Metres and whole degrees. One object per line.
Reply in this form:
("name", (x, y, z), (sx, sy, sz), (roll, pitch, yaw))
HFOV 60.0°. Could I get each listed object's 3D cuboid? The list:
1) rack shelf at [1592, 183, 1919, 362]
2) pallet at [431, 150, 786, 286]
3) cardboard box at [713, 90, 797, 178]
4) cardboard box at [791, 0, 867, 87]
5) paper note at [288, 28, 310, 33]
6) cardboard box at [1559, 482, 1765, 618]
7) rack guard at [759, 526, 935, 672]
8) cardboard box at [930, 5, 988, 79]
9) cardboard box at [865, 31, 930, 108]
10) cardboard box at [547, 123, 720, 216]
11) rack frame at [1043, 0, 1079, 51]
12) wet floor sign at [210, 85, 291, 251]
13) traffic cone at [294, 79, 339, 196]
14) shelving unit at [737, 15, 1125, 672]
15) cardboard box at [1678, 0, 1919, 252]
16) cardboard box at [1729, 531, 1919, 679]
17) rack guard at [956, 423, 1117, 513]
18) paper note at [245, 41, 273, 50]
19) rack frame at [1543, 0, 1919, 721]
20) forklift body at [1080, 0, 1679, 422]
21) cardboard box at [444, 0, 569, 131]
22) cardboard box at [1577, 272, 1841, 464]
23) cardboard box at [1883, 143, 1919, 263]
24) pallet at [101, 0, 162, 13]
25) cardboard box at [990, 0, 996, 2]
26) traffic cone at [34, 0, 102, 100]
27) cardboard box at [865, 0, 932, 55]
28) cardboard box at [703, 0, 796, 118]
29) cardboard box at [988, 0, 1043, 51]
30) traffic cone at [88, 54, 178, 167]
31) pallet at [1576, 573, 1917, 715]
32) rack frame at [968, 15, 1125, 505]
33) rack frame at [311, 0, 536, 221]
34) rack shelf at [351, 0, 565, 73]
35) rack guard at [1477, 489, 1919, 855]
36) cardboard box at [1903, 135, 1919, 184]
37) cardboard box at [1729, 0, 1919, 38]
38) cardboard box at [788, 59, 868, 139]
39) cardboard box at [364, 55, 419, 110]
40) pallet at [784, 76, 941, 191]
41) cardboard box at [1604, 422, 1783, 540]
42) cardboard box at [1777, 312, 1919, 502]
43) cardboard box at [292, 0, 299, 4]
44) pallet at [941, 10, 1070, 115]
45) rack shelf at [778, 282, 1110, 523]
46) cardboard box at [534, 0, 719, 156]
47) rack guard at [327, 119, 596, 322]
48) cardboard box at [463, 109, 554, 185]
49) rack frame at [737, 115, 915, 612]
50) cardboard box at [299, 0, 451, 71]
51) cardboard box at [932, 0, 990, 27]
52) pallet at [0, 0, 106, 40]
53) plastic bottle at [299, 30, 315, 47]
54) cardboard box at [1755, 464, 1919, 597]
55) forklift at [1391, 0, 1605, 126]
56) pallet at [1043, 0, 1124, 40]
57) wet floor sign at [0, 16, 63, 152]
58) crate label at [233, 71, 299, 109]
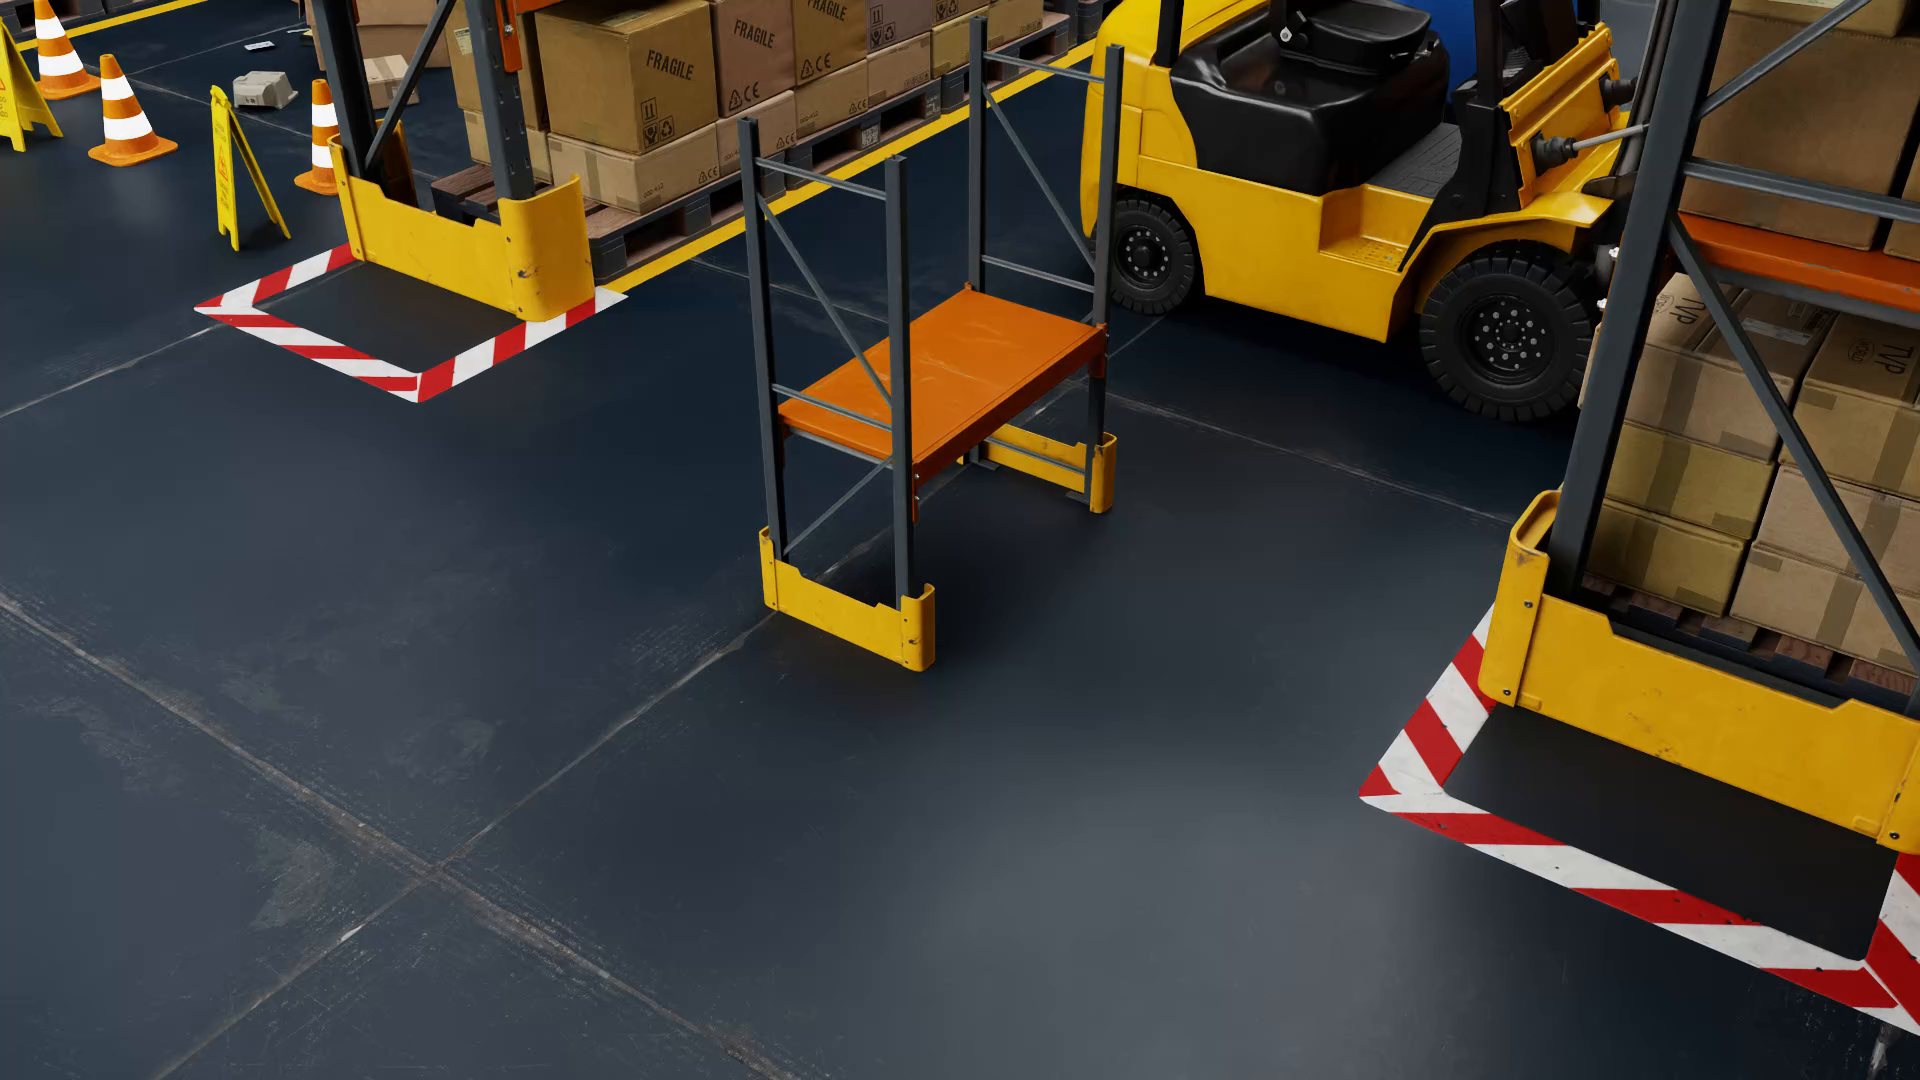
("rack shelf", (3.153, -1.349, 5.210), (1.077, 0.370, 4.000), (21, 39, 28))
("pallet", (-1.531, -1.553, 7.358), (1.003, 0.211, 1.213), (21, 39, 28))
("cardboard box", (-1.082, -1.861, 7.404), (0.500, 0.250, 0.500), (23, 40, 30))
("cardboard box", (-0.779, -2.421, 7.562), (0.500, 0.500, 0.500), (22, 40, 29))
("paper note", (-3.810, -2.937, 9.584), (0.123, 0.001, 0.032), (-15, 37, -21))
("cardboard box", (2.021, -0.079, 4.769), (0.500, 0.250, 0.500), (22, 40, 28))
("rack guard", (-0.327, 0.161, 4.789), (0.587, 0.250, 0.087), (21, 39, 28))
("cardboard box", (-0.198, -2.580, 8.468), (0.500, 0.250, 0.500), (20, 39, 27))
("cardboard box", (-0.491, -2.348, 8.124), (0.500, 0.250, 0.500), (22, 40, 29))
("cardboard box", (-1.380, -1.629, 7.060), (0.500, 0.250, 0.500), (21, 39, 28))
("rack frame", (0.214, -4.152, 8.711), (1.000, 3.000, 0.127), (21, 39, 28))
("wet floor sign", (-3.054, -1.590, 7.025), (0.232, 0.644, 0.267), (-22, 40, -29))
("traffic cone", (-2.881, -1.870, 7.602), (0.336, 0.463, 0.334), (21, 39, 28))
("shelving unit", (-0.043, -0.586, 4.778), (0.587, 1.500, 1.083), (21, 39, 28))
("cardboard box", (2.078, -1.079, 4.078), (0.500, 0.500, 0.500), (20, 39, 27))
("cardboard box", (2.454, 0.075, 4.542), (0.500, 0.250, 0.500), (21, 40, 28))
("rack guard", (0.240, -0.298, 5.467), (0.587, 0.250, 0.087), (21, 39, 28))
("paper note", (-3.926, -2.775, 9.327), (0.142, 0.017, 0.144), (-22, 40, -29))
("rack frame", (2.013, -0.727, 3.647), (1.000, 3.000, 0.127), (21, 39, 28))
("forklift body", (1.596, -1.831, 6.037), (2.313, 2.155, 1.214), (21, 39, 28))
("cardboard box", (-1.824, -2.108, 7.100), (0.500, 0.500, 0.500), (22, 40, 28))
("cardboard box", (2.019, -0.488, 4.480), (0.500, 0.250, 0.500), (23, 40, 30))
("cardboard box", (2.524, -0.908, 3.825), (0.500, 0.500, 0.500), (23, 40, 30))
("pallet", (-5.103, -3.642, 10.447), (1.003, 0.211, 1.213), (21, 39, 28))
("cardboard box", (0.097, -3.139, 8.624), (0.500, 0.500, 0.500), (21, 39, 28))
("traffic cone", (-4.722, -2.585, 8.660), (0.336, 0.463, 0.334), (21, 39, 28))
("cardboard box", (-0.481, -2.669, 7.930), (0.500, 0.500, 0.500), (24, 41, 31))
("cardboard box", (-1.072, -2.192, 7.224), (0.500, 0.500, 0.500), (20, 39, 27))
("cardboard box", (0.098, -2.829, 8.835), (0.500, 0.250, 0.500), (23, 40, 30))
("traffic cone", (-3.987, -2.068, 7.895), (0.336, 0.463, 0.334), (21, 39, 28))
("pallet", (2.415, 0.063, 4.969), (1.003, 0.211, 1.213), (21, 39, 28))
("rack frame", (0.241, -0.816, 5.118), (0.500, 1.500, 0.032), (21, 39, 28))
("rack frame", (-2.067, -2.311, 5.989), (1.000, 3.000, 0.127), (21, 39, 28))
("rack shelf", (-0.926, -2.933, 7.552), (1.077, 0.370, 4.000), (21, 39, 28))
("rack guard", (1.999, 0.320, 4.331), (1.175, 0.500, 0.348), (21, 39, 28))
("cardboard box", (2.381, -1.315, 4.427), (0.500, 0.500, 0.500), (23, 40, 30))
("cardboard box", (1.981, -1.286, 3.806), (0.380, 0.149, 0.250), (22, 40, 29))
("cardboard box", (-0.782, -2.116, 7.781), (0.500, 0.250, 0.500), (24, 41, 31))
("cardboard box", (-2.979, -2.378, 8.633), (0.250, 0.149, 0.380), (-15, 37, -21))
("pallet", (-0.835, -2.112, 8.185), (1.003, 0.211, 1.213), (21, 39, 28))
("cardboard box", (2.034, -0.293, 4.639), (0.500, 0.250, 0.500), (21, 39, 28))
("cardboard box", (2.443, -0.337, 4.257), (0.500, 0.250, 0.500), (21, 39, 28))
("cardboard box", (-3.952, -3.609, 10.139), (0.500, 0.500, 0.500), (29, 44, 36))
("pallet", (-0.140, -2.676, 9.019), (1.003, 0.211, 1.213), (21, 39, 28))
("rack shelf", (-0.049, -0.433, 4.873), (0.538, 0.185, 1.000), (21, 39, 28))
("cardboard box", (-1.367, -1.950, 6.867), (0.500, 0.500, 0.500), (20, 39, 27))
("rack guard", (-2.023, -1.310, 6.741), (1.175, 0.500, 0.348), (21, 39, 28))
("cardboard box", (-1.813, -1.815, 7.335), (0.500, 0.250, 0.500), (21, 39, 28))
("rack frame", (-0.338, -0.348, 4.426), (0.500, 1.500, 0.032), (21, 39, 28))
("cardboard box", (-3.145, -2.894, 9.080), (0.797, 0.503, 0.637), (-3, 34, -4))
("cardboard box", (-0.191, -2.904, 8.277), (0.500, 0.500, 0.500), (22, 40, 29))
("pallet", (-5.799, -3.083, 9.621), (1.003, 0.211, 1.213), (21, 39, 28))
("plastic bottle", (-3.616, -2.878, 9.451), (0.133, 0.061, 0.283), (8, 35, 12))
("cardboard box", (2.452, -0.119, 4.382), (0.500, 0.250, 0.500), (22, 40, 29))
("forklift", (2.429, -3.814, 8.273), (1.130, 2.935, 3.031), (1, 34, 1))
("pallet", (0.657, -3.355, 10.023), (1.003, 0.211, 1.213), (21, 39, 28))
("wet floor sign", (-4.581, -2.224, 7.963), (0.267, 0.644, 0.232), (14, 37, 20))
("crate label", (-3.590, -2.314, 8.550), (0.250, 0.136, 0.298), (3, 34, 4))
